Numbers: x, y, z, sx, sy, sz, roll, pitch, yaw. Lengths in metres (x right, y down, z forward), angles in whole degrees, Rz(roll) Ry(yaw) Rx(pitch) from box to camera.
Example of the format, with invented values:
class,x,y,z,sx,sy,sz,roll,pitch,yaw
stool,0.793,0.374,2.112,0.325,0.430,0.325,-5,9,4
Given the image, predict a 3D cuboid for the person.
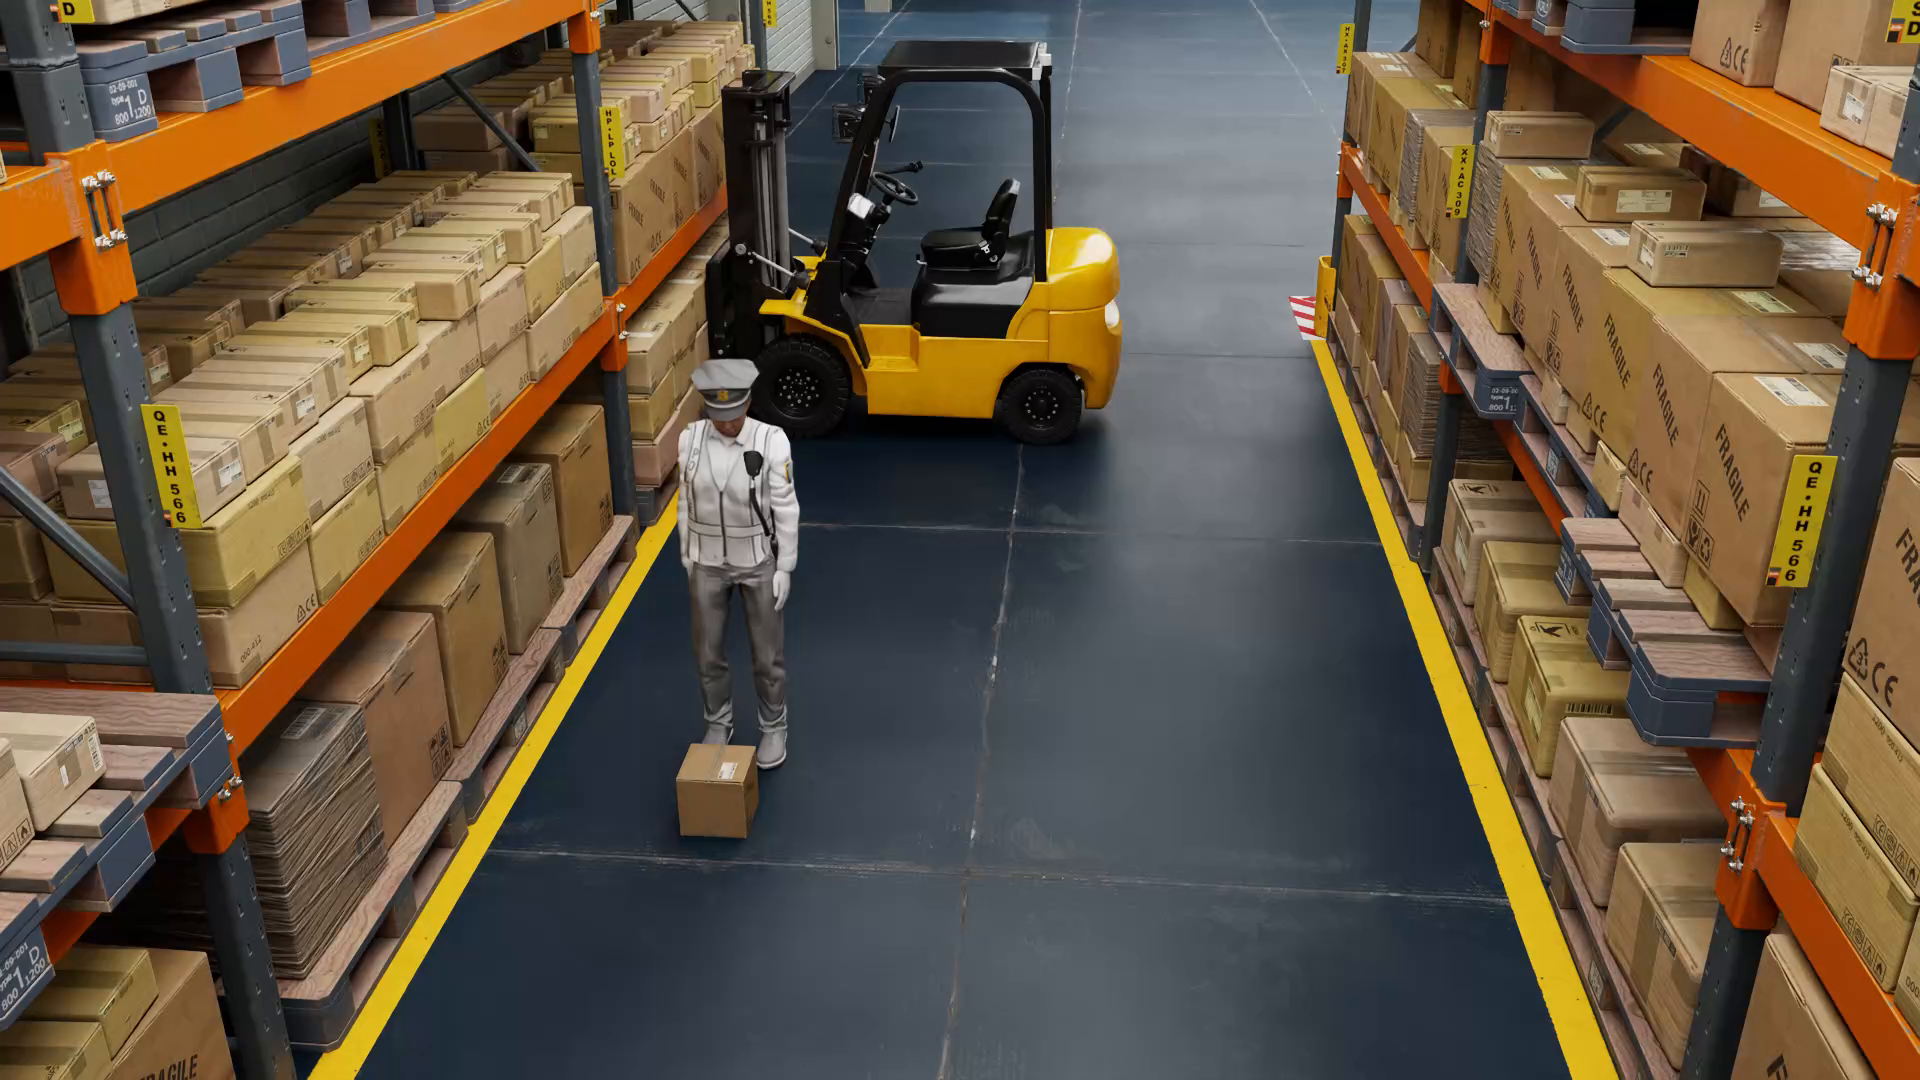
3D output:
class,x,y,z,sx,sy,sz,roll,pitch,yaw
person,-0.846,0.106,6.390,0.476,1.659,0.338,2,25,5
